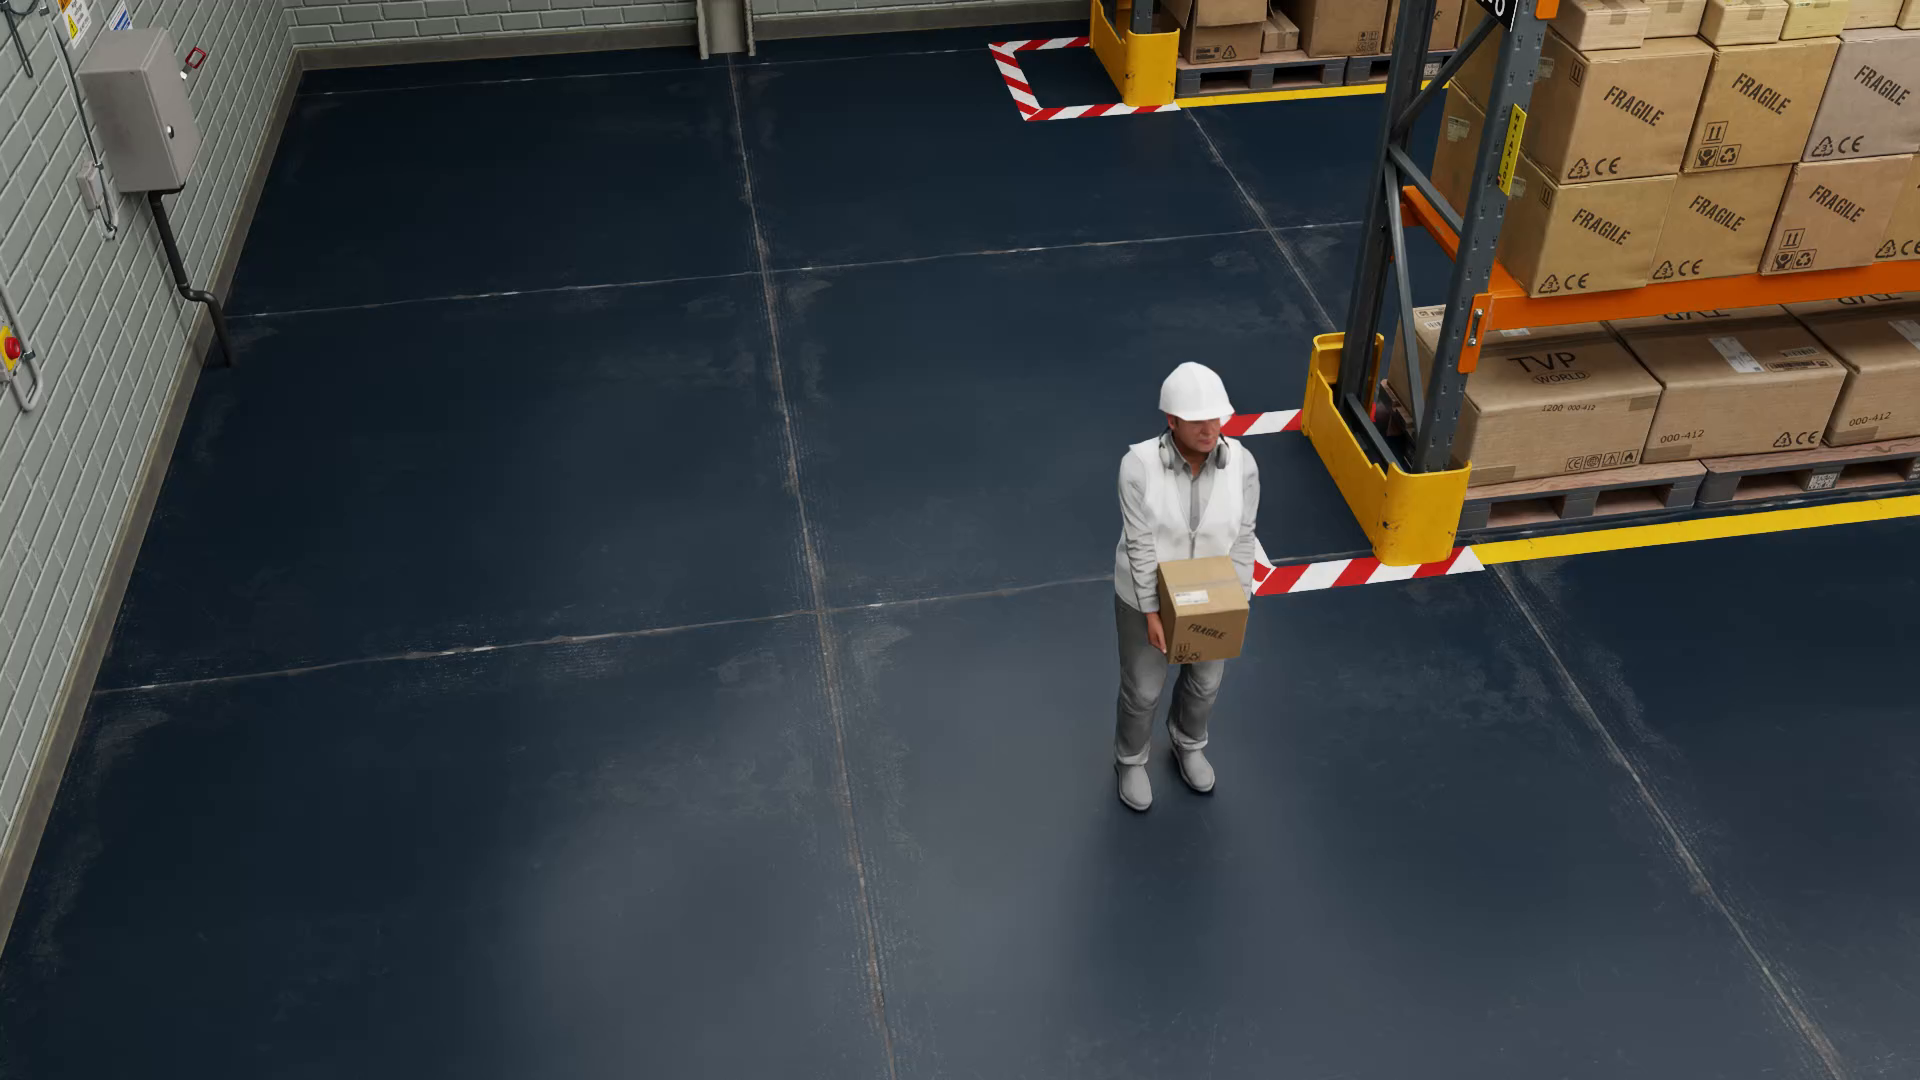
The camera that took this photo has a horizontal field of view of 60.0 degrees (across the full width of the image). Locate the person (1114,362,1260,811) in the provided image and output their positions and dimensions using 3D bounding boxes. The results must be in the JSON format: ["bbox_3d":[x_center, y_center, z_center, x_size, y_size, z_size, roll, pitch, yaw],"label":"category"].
[{"bbox_3d":[0.795,0.228,5.852,0.494,1.762,0.554,-6,39,-7],"label":"person"}]
